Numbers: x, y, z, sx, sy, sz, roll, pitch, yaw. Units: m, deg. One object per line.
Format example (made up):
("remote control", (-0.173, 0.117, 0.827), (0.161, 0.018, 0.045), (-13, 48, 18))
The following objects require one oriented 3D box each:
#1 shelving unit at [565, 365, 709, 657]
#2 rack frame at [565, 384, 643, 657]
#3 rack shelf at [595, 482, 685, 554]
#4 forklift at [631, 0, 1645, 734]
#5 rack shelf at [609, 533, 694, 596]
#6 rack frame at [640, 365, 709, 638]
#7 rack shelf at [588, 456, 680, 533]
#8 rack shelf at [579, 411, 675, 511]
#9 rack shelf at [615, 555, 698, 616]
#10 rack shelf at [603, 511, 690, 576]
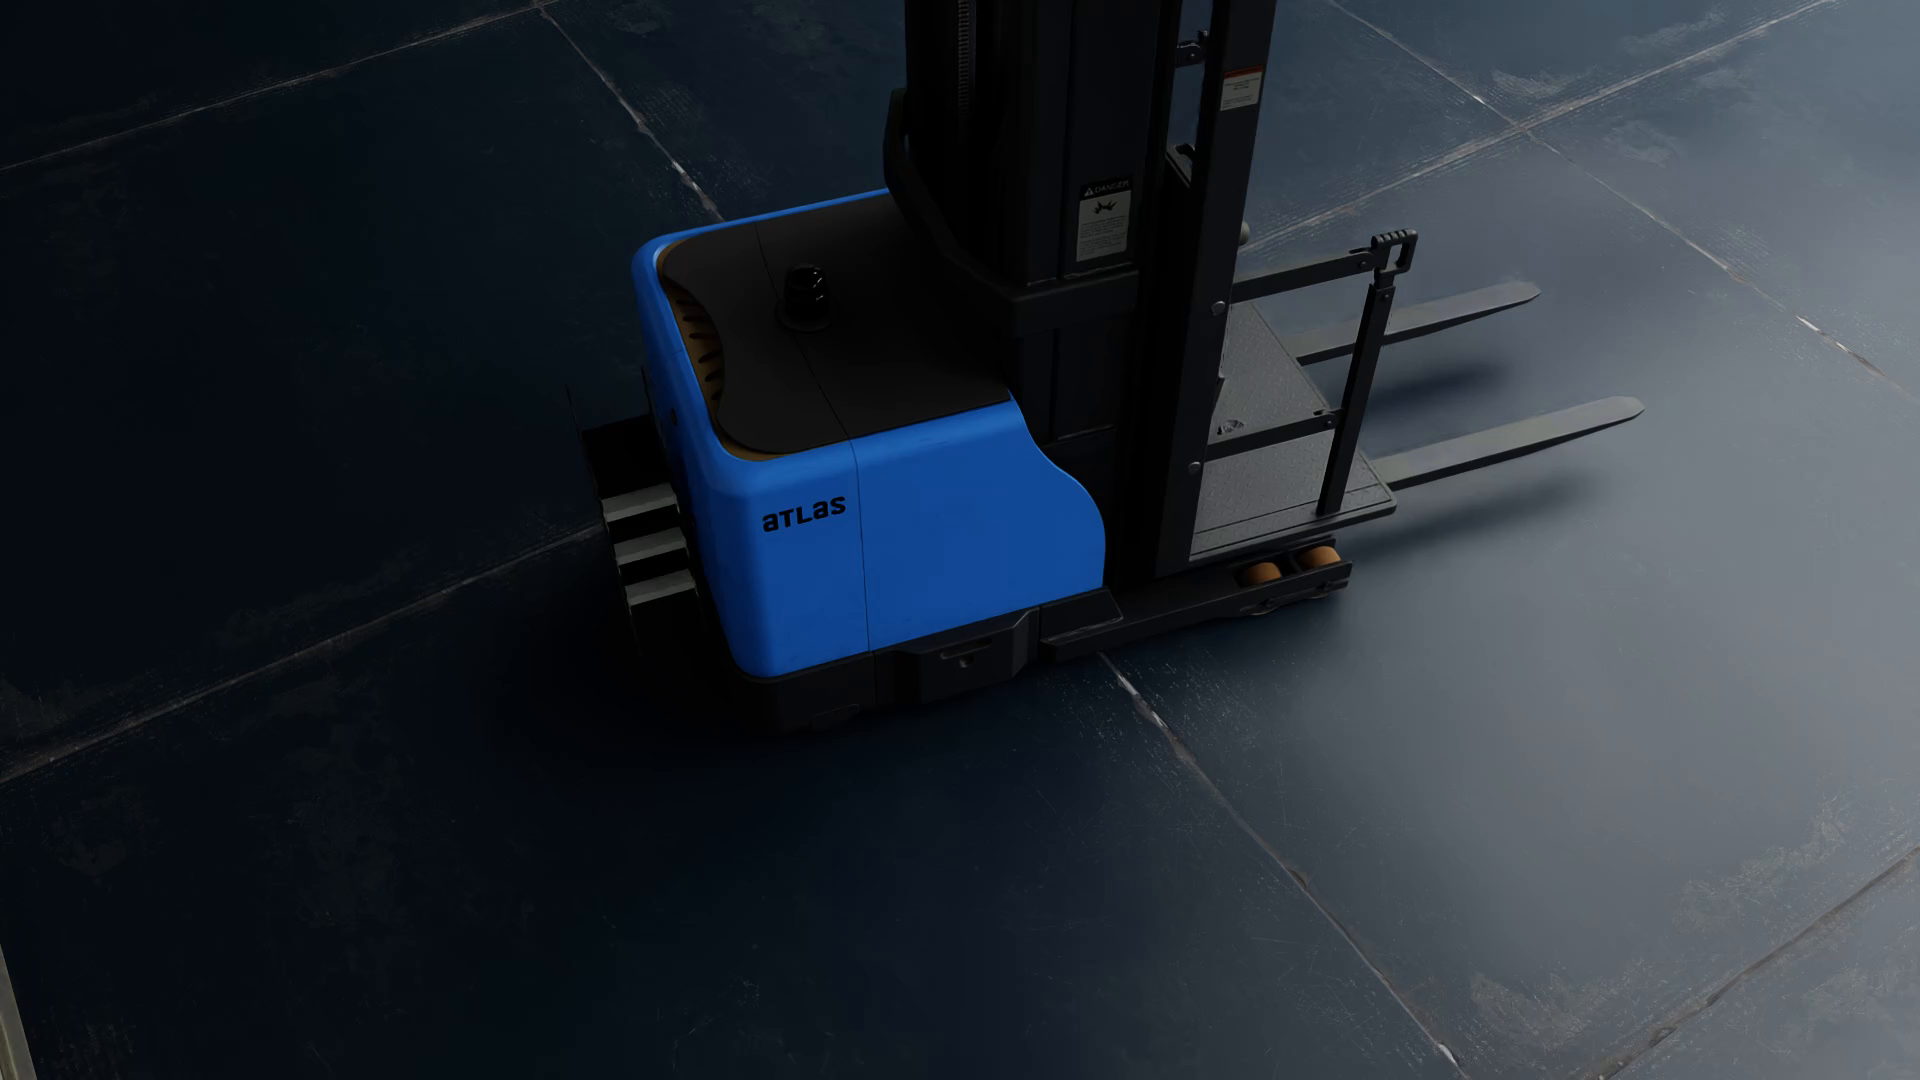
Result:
("shelving unit", (-0.901, -0.061, 4.698), (0.210, 0.900, 0.258), (-16, 50, -12))
("rack frame", (-0.996, -0.033, 4.677), (0.006, 0.900, 0.240), (-16, 50, -12))
("rack shelf", (-0.902, -0.098, 4.656), (0.200, 0.077, 0.258), (-16, 50, -12))
("forklift", (0.660, -1.106, 4.273), (3.031, 2.935, 1.130), (-15, 50, -13))
("rack shelf", (-0.898, 0.020, 4.791), (0.200, 0.077, 0.258), (-16, 50, -12))
("rack frame", (-0.805, -0.088, 4.720), (0.006, 0.900, 0.240), (-16, 50, -12))
("rack shelf", (-0.904, -0.157, 4.588), (0.200, 0.077, 0.258), (-16, 50, -12))
("rack shelf", (-0.906, -0.217, 4.521), (0.200, 0.077, 0.258), (-16, 50, -12))
("rack shelf", (-0.896, 0.080, 4.859), (0.200, 0.077, 0.258), (-16, 50, -12))
("rack shelf", (-0.900, -0.039, 4.724), (0.200, 0.077, 0.258), (-16, 50, -12))
